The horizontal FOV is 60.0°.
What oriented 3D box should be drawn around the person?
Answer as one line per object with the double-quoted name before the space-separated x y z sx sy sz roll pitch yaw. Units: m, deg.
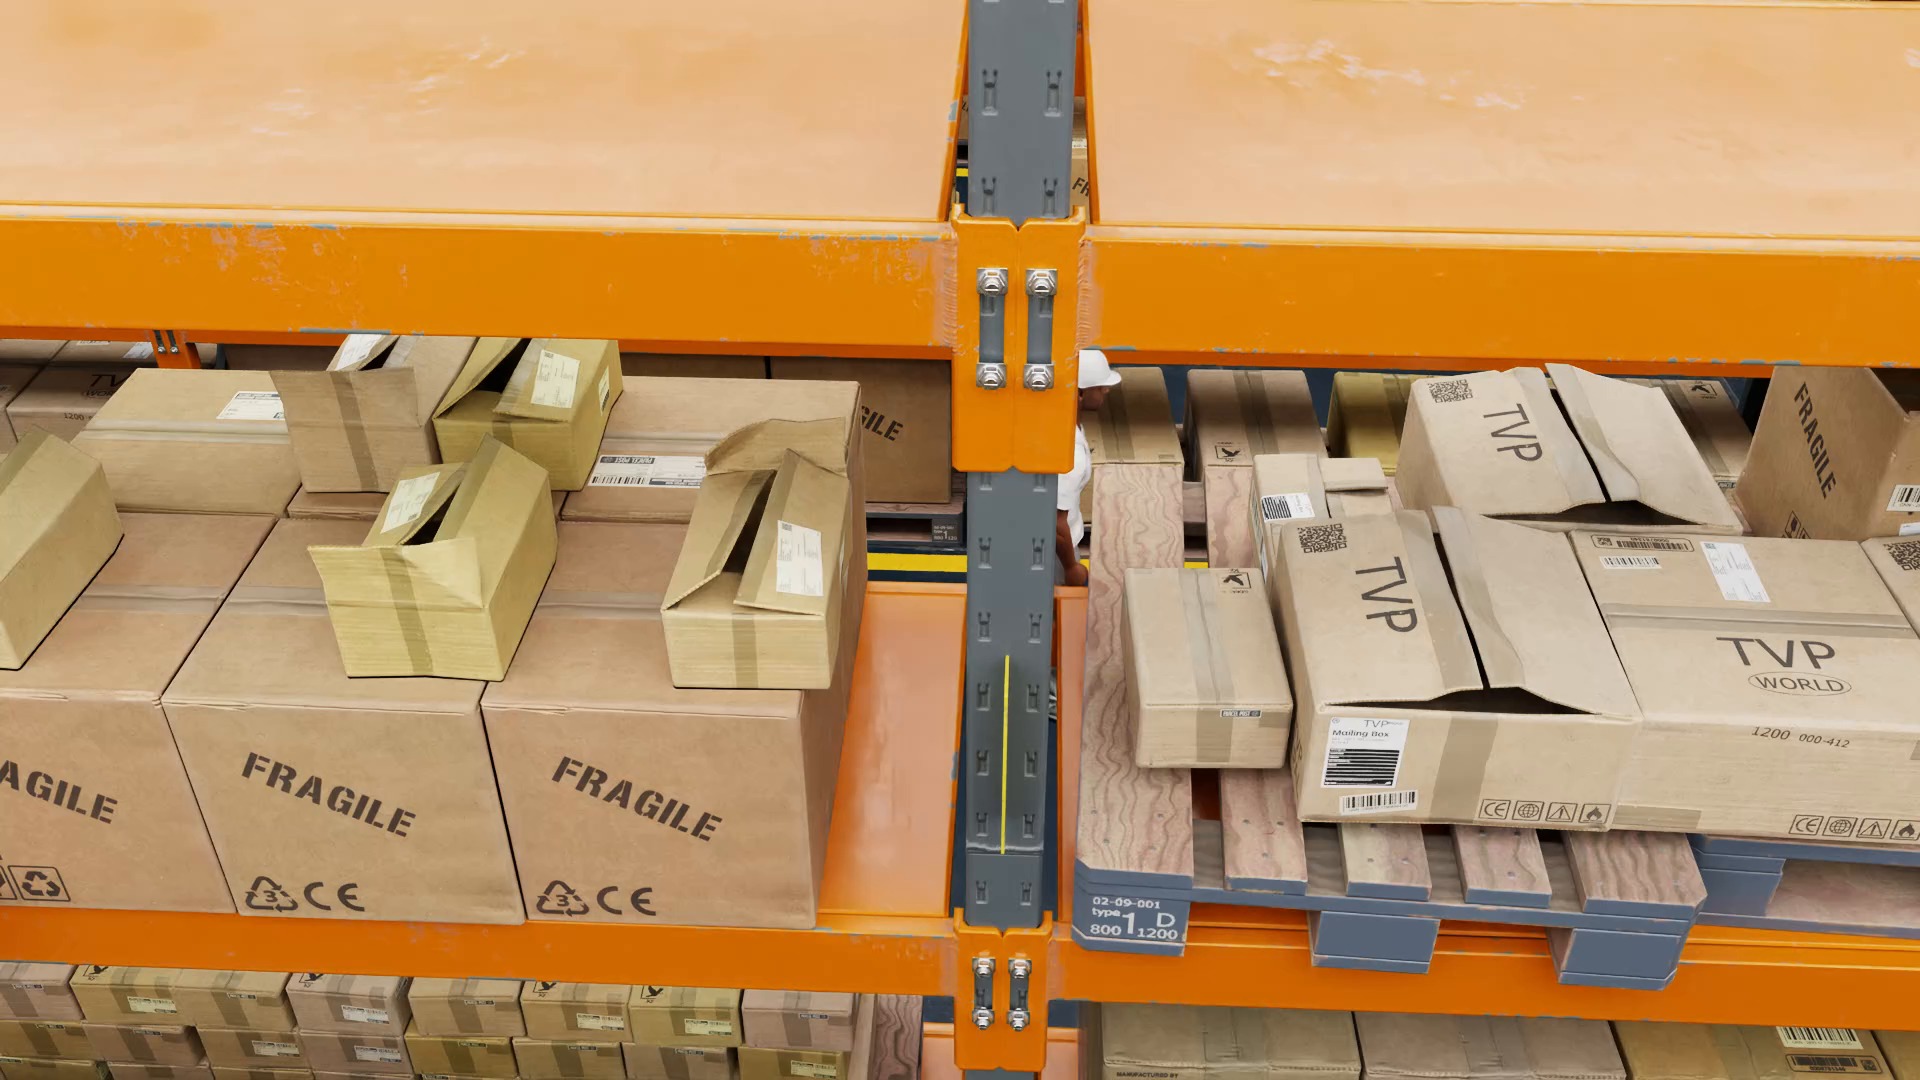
"person" 0.429 -0.042 7.161 0.456 1.760 0.637 -2 36 -2
